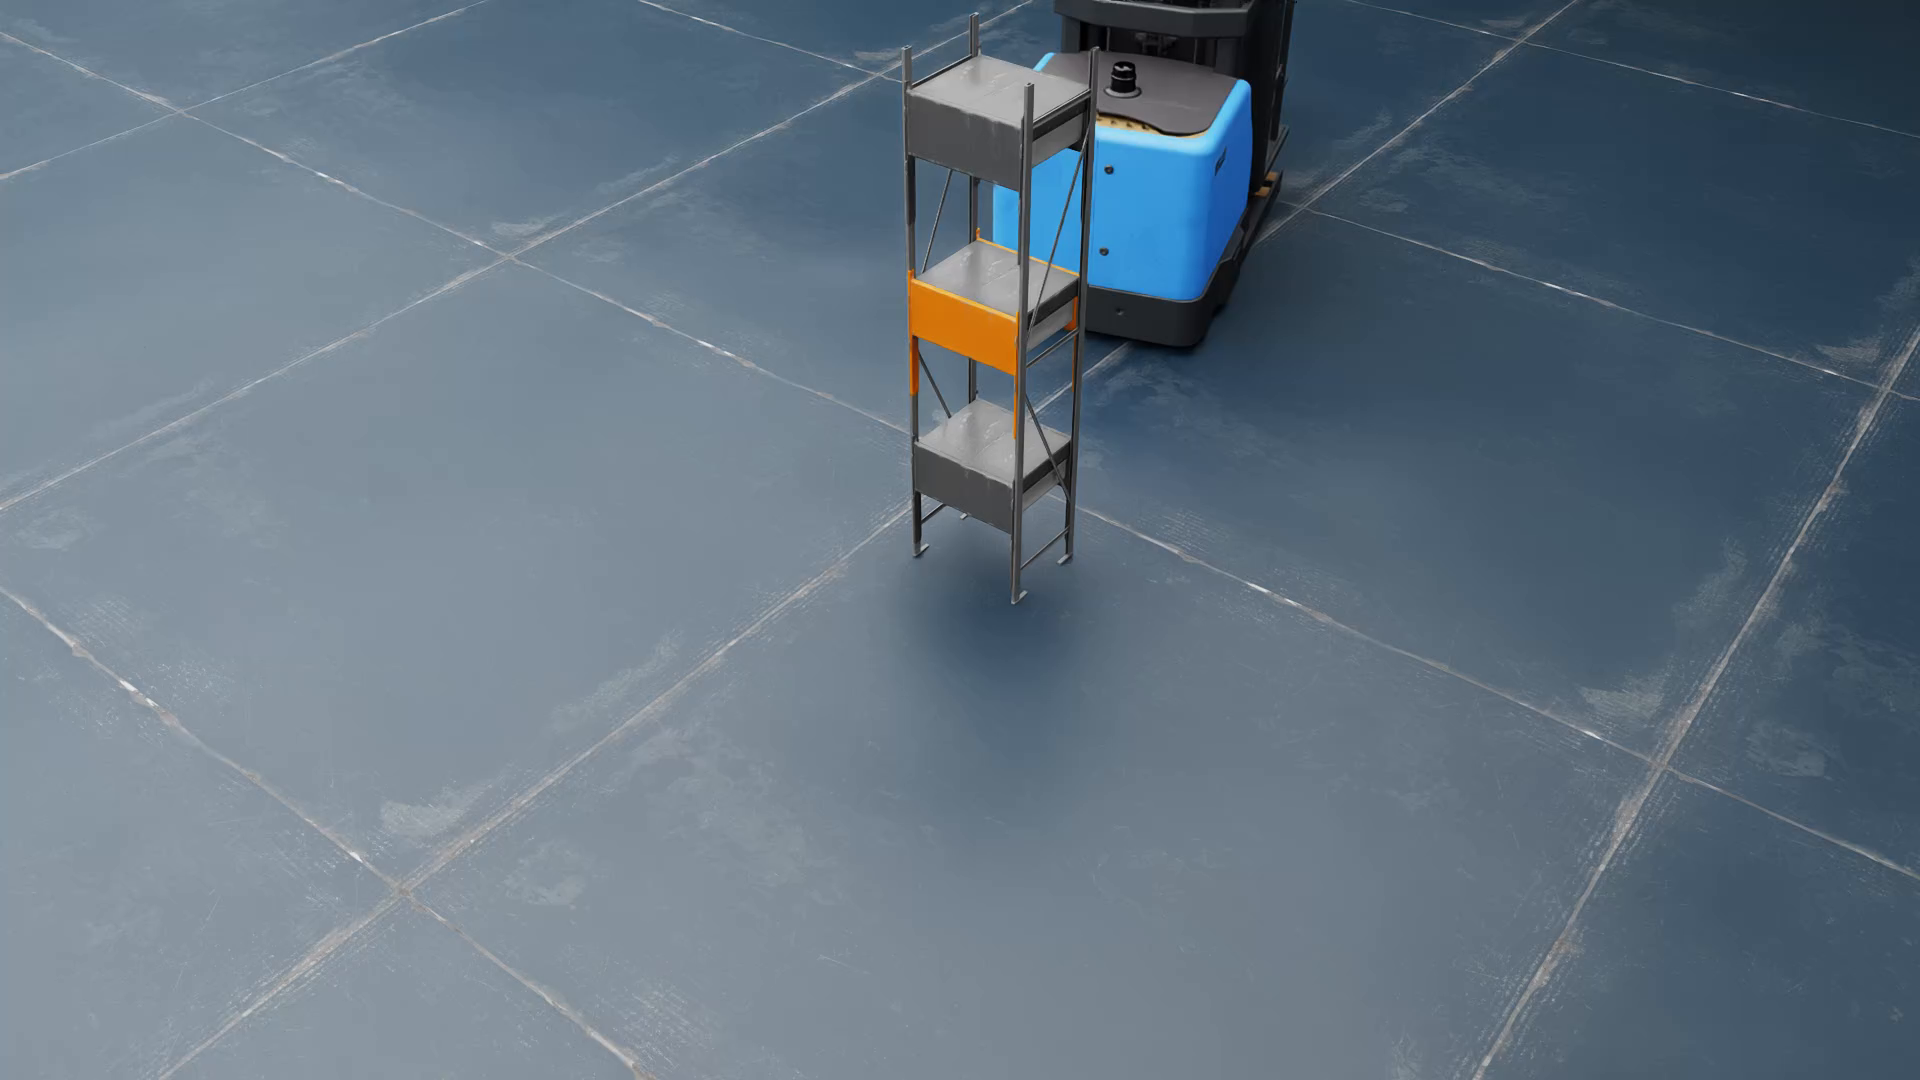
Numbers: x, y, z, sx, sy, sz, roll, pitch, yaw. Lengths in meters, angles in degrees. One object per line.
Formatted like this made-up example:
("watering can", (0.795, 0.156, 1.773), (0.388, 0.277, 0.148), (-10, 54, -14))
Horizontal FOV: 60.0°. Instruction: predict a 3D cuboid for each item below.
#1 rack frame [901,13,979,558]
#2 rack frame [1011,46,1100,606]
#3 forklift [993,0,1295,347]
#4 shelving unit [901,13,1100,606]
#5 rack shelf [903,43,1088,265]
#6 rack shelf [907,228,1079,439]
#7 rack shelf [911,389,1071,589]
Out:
("rack frame", (-0.062, -0.856, 6.140), (0.015, 2.100, 0.400), (25, 45, 29))
("rack frame", (0.325, -0.673, 5.907), (0.015, 2.100, 0.400), (25, 45, 29))
("forklift", (1.125, -2.971, 8.168), (1.130, 2.935, 3.031), (13, 40, 16))
("shelving unit", (0.131, -0.765, 6.024), (0.503, 2.100, 0.431), (25, 45, 29))
("rack shelf", (0.131, -1.305, 5.600), (0.480, 0.518, 0.431), (25, 45, 29))
("rack shelf", (0.131, -0.754, 6.032), (0.480, 0.518, 0.431), (25, 45, 29))
("rack shelf", (0.131, -0.203, 6.463), (0.480, 0.518, 0.431), (25, 45, 29))
